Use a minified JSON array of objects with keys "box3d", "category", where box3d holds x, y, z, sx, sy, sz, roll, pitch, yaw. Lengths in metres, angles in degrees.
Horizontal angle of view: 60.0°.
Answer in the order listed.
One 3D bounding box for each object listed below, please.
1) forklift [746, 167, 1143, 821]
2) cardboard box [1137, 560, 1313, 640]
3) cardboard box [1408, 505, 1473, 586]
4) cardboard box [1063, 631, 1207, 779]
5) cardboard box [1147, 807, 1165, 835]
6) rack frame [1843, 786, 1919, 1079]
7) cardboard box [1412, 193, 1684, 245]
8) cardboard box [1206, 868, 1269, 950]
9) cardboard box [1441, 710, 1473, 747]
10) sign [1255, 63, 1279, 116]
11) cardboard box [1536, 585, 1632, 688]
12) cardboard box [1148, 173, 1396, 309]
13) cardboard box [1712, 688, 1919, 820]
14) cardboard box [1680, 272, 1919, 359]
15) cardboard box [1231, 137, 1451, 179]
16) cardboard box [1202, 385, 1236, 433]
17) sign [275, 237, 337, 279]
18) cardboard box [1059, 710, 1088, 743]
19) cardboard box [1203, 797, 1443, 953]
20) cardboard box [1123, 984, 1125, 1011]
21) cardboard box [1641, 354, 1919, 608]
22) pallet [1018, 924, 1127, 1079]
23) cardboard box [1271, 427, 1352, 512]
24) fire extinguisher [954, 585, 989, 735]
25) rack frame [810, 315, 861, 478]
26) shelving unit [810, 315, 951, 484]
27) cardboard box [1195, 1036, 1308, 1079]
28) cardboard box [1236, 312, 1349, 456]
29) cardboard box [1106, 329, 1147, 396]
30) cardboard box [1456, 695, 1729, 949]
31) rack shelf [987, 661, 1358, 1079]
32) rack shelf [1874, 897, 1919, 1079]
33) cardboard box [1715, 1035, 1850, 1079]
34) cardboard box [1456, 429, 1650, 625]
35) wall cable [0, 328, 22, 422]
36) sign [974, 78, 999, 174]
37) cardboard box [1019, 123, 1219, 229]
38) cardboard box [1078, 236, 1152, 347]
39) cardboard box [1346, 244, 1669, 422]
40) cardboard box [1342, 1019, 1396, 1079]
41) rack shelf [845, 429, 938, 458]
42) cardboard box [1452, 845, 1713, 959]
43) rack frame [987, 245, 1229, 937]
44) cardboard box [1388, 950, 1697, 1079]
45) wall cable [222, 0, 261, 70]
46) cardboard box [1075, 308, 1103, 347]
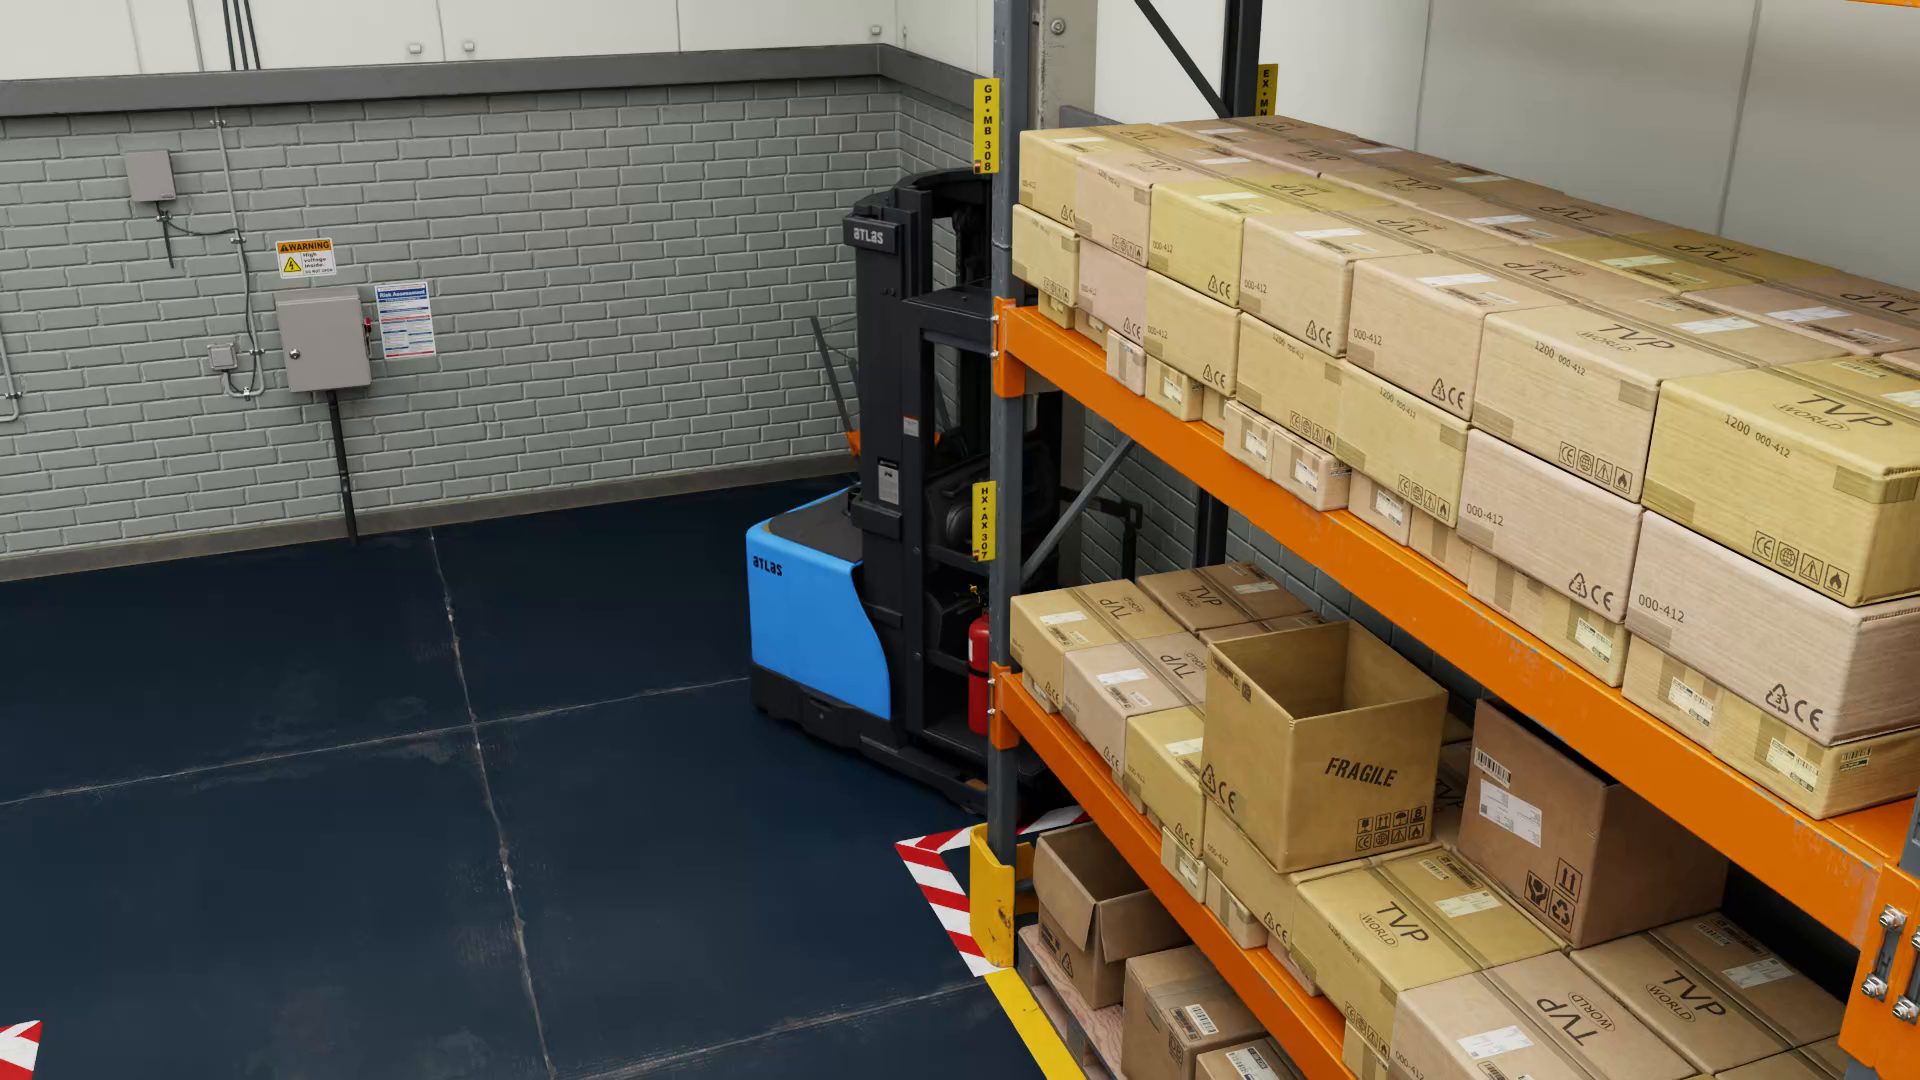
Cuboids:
[{"box3d":[0.322,-0.201,7.954,3.031,2.935,1.130,18,29,36],"category":"forklift"},{"box3d":[1.015,0.316,6.448,0.500,0.250,0.500,-8,24,-17],"category":"cardboard box"},{"box3d":[1.294,-0.029,3.918,0.380,0.149,0.250,-8,24,-17],"category":"cardboard box"},{"box3d":[0.691,0.570,5.845,0.500,0.250,0.500,-8,24,-18],"category":"cardboard box"},{"box3d":[0.853,0.899,5.579,0.380,0.149,0.250,-8,24,-18],"category":"cardboard box"},{"box3d":[2.017,1.707,3.339,1.000,3.000,0.127,-8,24,-19],"category":"rack frame"},{"box3d":[1.549,-0.744,4.457,0.500,0.250,0.500,-8,24,-19],"category":"cardboard box"},{"box3d":[0.984,1.094,5.116,0.380,0.149,0.250,-8,24,-18],"category":"cardboard box"},{"box3d":[1.367,0.684,5.575,0.500,0.250,0.500,-8,24,-17],"category":"cardboard box"},{"box3d":[1.130,-1.606,6.196,0.100,0.325,0.005,-8,24,-19],"category":"sign"},{"box3d":[1.444,0.162,3.465,0.380,0.149,0.250,-8,24,-17],"category":"cardboard box"},{"box3d":[0.878,-0.864,4.741,0.500,0.250,0.500,-9,24,-20],"category":"cardboard box"},{"box3d":[1.614,0.350,3.019,0.380,0.149,0.250,-9,24,-19],"category":"cardboard box"},{"box3d":[1.911,-0.379,3.591,0.500,0.250,0.500,-9,24,-20],"category":"cardboard box"},{"box3d":[1.205,-1.115,5.338,0.500,0.250,0.500,-9,25,-21],"category":"cardboard box"},{"box3d":[0.927,-0.398,4.794,0.380,0.149,0.250,-9,24,-20],"category":"cardboard box"},{"box3d":[-4.160,-1.793,10.580,0.339,0.242,0.001,-8,24,-19],"category":"sign"},{"box3d":[0.597,0.612,6.259,0.380,0.149,0.250,-8,24,-18],"category":"cardboard box"},{"box3d":[1.073,0.937,4.975,0.500,0.250,0.500,-9,24,-20],"category":"cardboard box"},{"box3d":[0.845,1.768,6.322,0.380,0.149,0.250,-9,25,-21],"category":"cardboard box"},{"box3d":[1.614,-0.124,2.987,0.500,0.250,0.500,-8,24,-19],"category":"cardboard box"},{"box3d":[0.914,1.856,6.576,1.003,0.211,1.213,-8,24,-19],"category":"pallet"},{"box3d":[1.042,-0.205,4.336,0.380,0.149,0.250,-8,24,-18],"category":"cardboard box"},{"box3d":[0.120,0.471,6.851,0.296,0.674,0.183,-8,24,-19],"category":"fire extinguisher"},{"box3d":[-0.571,-0.910,11.346,0.500,1.500,0.032,-21,27,-10],"category":"rack frame"},{"box3d":[-0.421,-0.726,10.907,0.587,1.500,1.083,-21,27,-10],"category":"shelving unit"},{"box3d":[1.090,1.969,5.395,0.500,0.500,0.500,-8,24,-18],"category":"cardboard box"},{"box3d":[1.078,-0.444,4.389,0.500,0.250,0.500,-9,24,-20],"category":"cardboard box"},{"box3d":[0.683,-0.574,5.210,0.380,0.149,0.250,-8,24,-18],"category":"cardboard box"},{"box3d":[1.740,0.716,4.535,0.500,0.500,0.500,-9,24,-20],"category":"cardboard box"},{"box3d":[1.311,1.311,5.203,1.077,0.370,4.000,-8,24,-19],"category":"rack shelf"},{"box3d":[2.724,1.383,1.172,1.077,0.370,4.000,-8,24,-19],"category":"rack shelf"},{"box3d":[2.095,1.422,3.825,0.500,0.250,0.500,-9,24,-20],"category":"cardboard box"},{"box3d":[1.419,-0.072,3.507,0.500,0.250,0.500,-9,25,-21],"category":"cardboard box"},{"box3d":[-6.052,-1.593,9.818,0.585,1.953,0.123,-8,24,-19],"category":"wall cable"},{"box3d":[0.097,-1.457,5.858,0.100,0.325,0.005,-8,24,-19],"category":"sign"},{"box3d":[0.526,-1.232,5.614,0.500,0.250,0.500,-9,24,-20],"category":"cardboard box"},{"box3d":[0.704,-0.816,5.273,0.500,0.250,0.500,-8,24,-18],"category":"cardboard box"},{"box3d":[1.255,-0.493,3.861,0.500,0.250,0.500,-8,24,-18],"category":"cardboard box"},{"box3d":[1.258,1.370,4.460,0.380,0.149,0.250,-9,24,-20],"category":"cardboard box"},{"box3d":[-0.373,-0.568,10.979,0.538,0.185,1.000,-21,27,-10],"category":"rack shelf"},{"box3d":[1.731,1.053,4.700,0.500,0.250,0.500,-8,24,-18],"category":"cardboard box"},{"box3d":[0.604,0.253,6.787,1.000,3.000,0.127,-8,24,-19],"category":"rack frame"},{"box3d":[1.418,1.307,4.097,0.500,0.250,0.500,-8,24,-19],"category":"cardboard box"},{"box3d":[-2.987,-4.345,9.924,2.988,3.039,0.133,-8,24,-19],"category":"wall cable"},{"box3d":[0.616,-0.774,5.685,0.380,0.149,0.250,-8,24,-18],"category":"cardboard box"}]
